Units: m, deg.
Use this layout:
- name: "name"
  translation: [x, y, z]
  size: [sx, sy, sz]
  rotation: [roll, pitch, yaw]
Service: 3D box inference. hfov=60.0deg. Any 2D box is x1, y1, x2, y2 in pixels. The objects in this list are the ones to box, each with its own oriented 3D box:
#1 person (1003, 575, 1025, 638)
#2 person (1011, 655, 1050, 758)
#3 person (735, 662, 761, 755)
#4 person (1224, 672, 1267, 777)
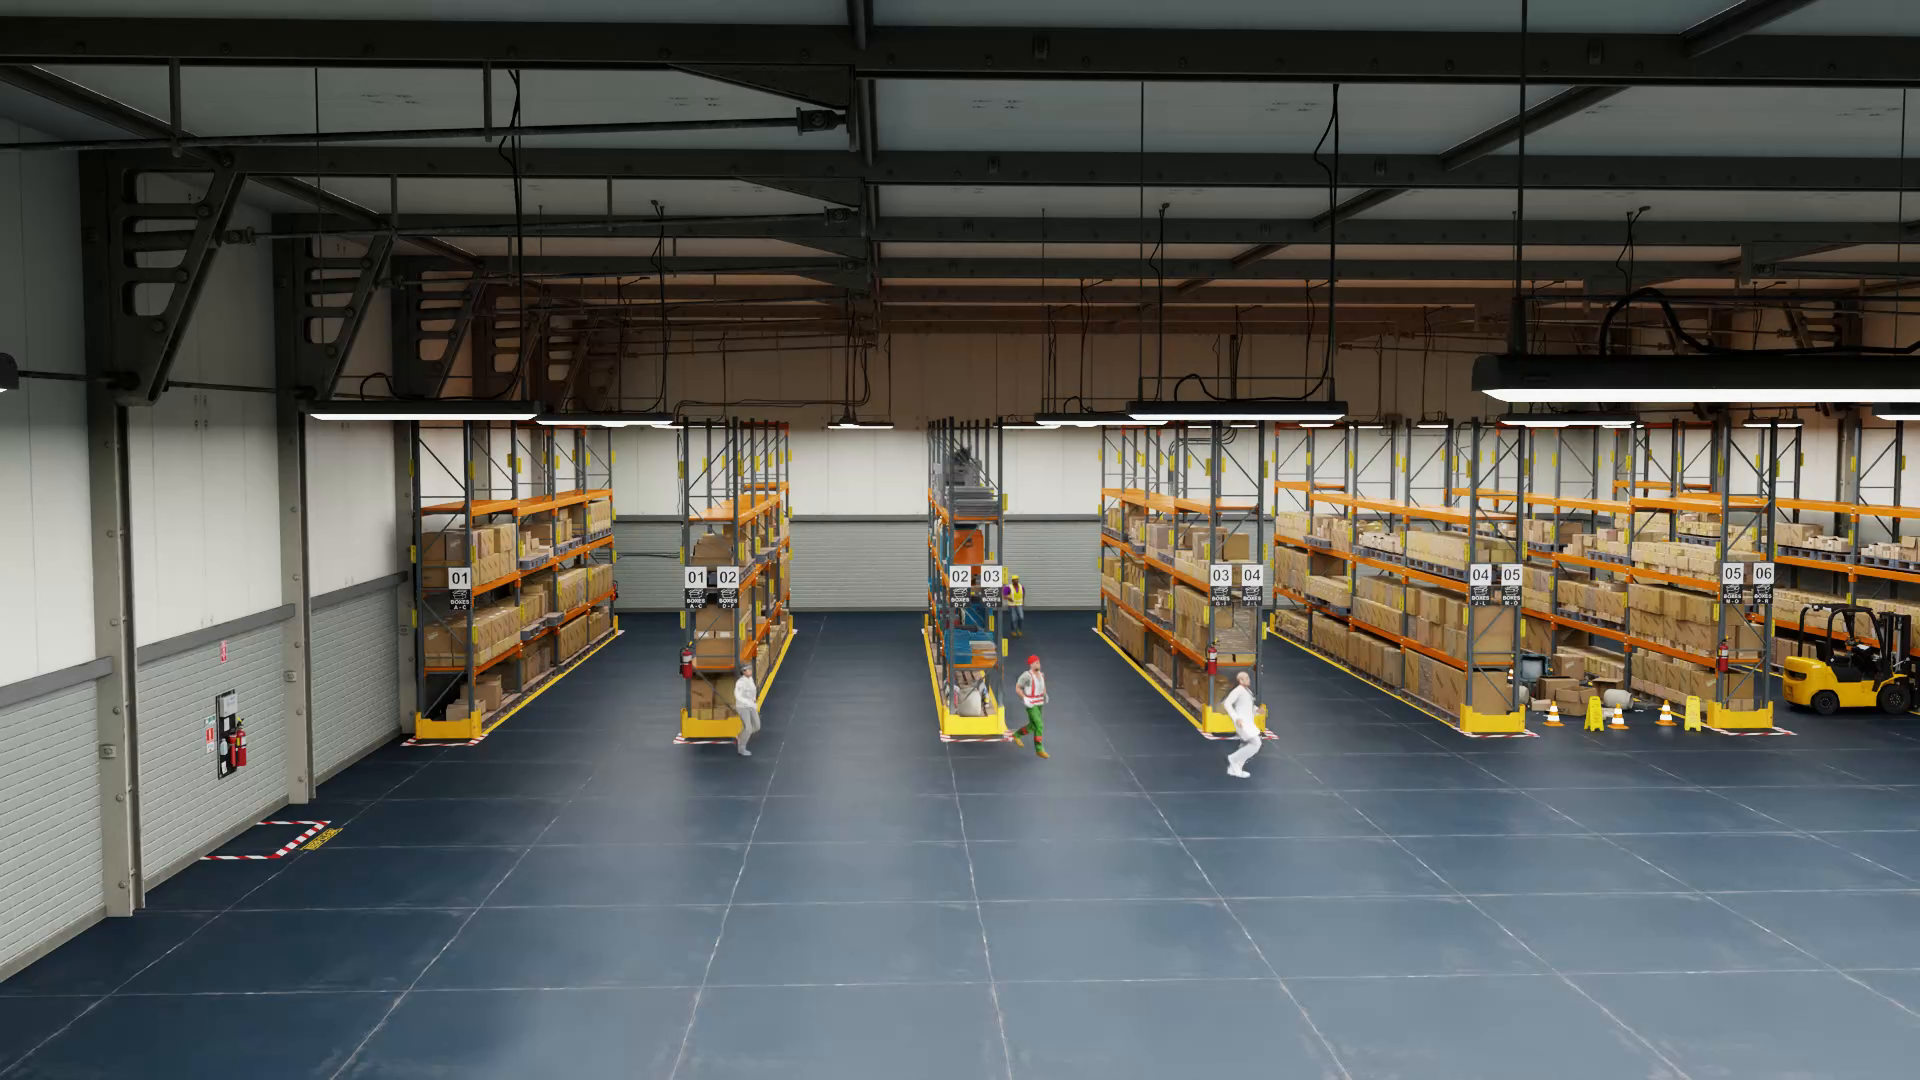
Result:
- name: "person"
  translation: [1.533, 1.845, 46.150]
  size: [0.692, 1.770, 0.688]
  rotation: [-1, 4, -14]
- name: "person"
  translation: [1.266, 2.912, 29.366]
  size: [0.888, 1.787, 0.661]
  rotation: [3, 5, 41]
- name: "person"
  translation: [-3.763, 2.976, 29.491]
  size: [0.562, 1.659, 0.654]
  rotation: [2, 4, 27]
- name: "person"
  translation: [4.733, 3.054, 27.462]
  size: [0.656, 1.742, 0.673]
  rotation: [2, 4, 23]
